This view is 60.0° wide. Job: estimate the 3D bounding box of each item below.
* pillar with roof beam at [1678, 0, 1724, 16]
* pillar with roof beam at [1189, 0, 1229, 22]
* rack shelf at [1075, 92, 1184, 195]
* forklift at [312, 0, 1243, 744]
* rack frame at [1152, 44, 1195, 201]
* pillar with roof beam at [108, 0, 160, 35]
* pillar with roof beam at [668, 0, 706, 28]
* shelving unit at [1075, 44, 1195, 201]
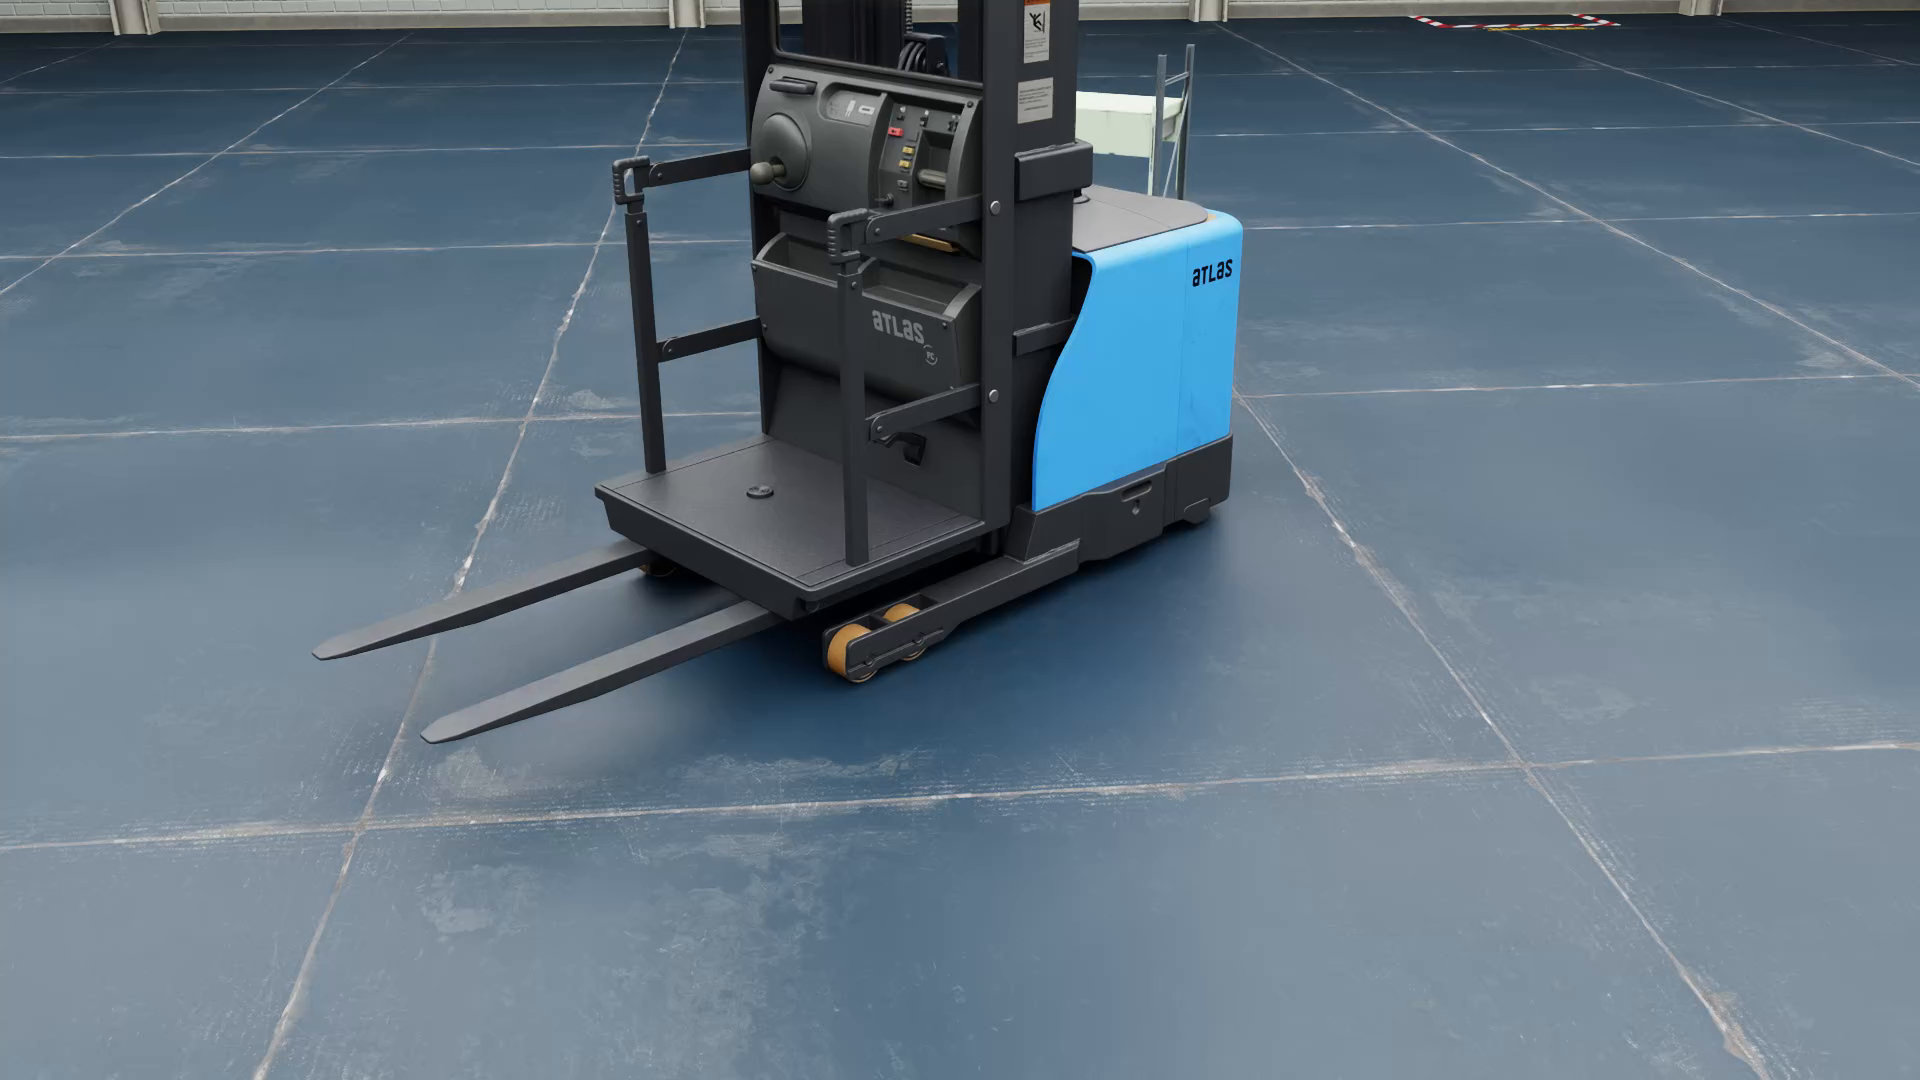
[{"bbox_3d":[9.283,-8.676,14.190,0.400,9.000,9.100,-2,24,-5],"label":"pillar with roof beam"},{"bbox_3d":[3.312,-8.436,13.651,0.400,9.000,9.100,-2,24,-5],"label":"pillar with roof beam"},{"bbox_3d":[0.452,-1.516,6.341,0.720,0.370,0.431,10,25,21],"label":"rack shelf"},{"bbox_3d":[-0.446,-1.163,4.759,3.031,2.935,1.130,-22,32,-40],"label":"forklift"},{"bbox_3d":[0.785,-1.097,6.360,0.023,1.500,0.400,10,25,21],"label":"rack frame"},{"bbox_3d":[-8.630,-7.957,12.573,0.400,9.000,9.100,-2,24,-5],"label":"pillar with roof beam"},{"bbox_3d":[-2.659,-8.197,13.112,0.400,9.000,9.100,-2,24,-5],"label":"pillar with roof beam"},{"bbox_3d":[0.448,-1.156,6.492,0.755,1.500,0.431,10,25,21],"label":"shelving unit"}]
